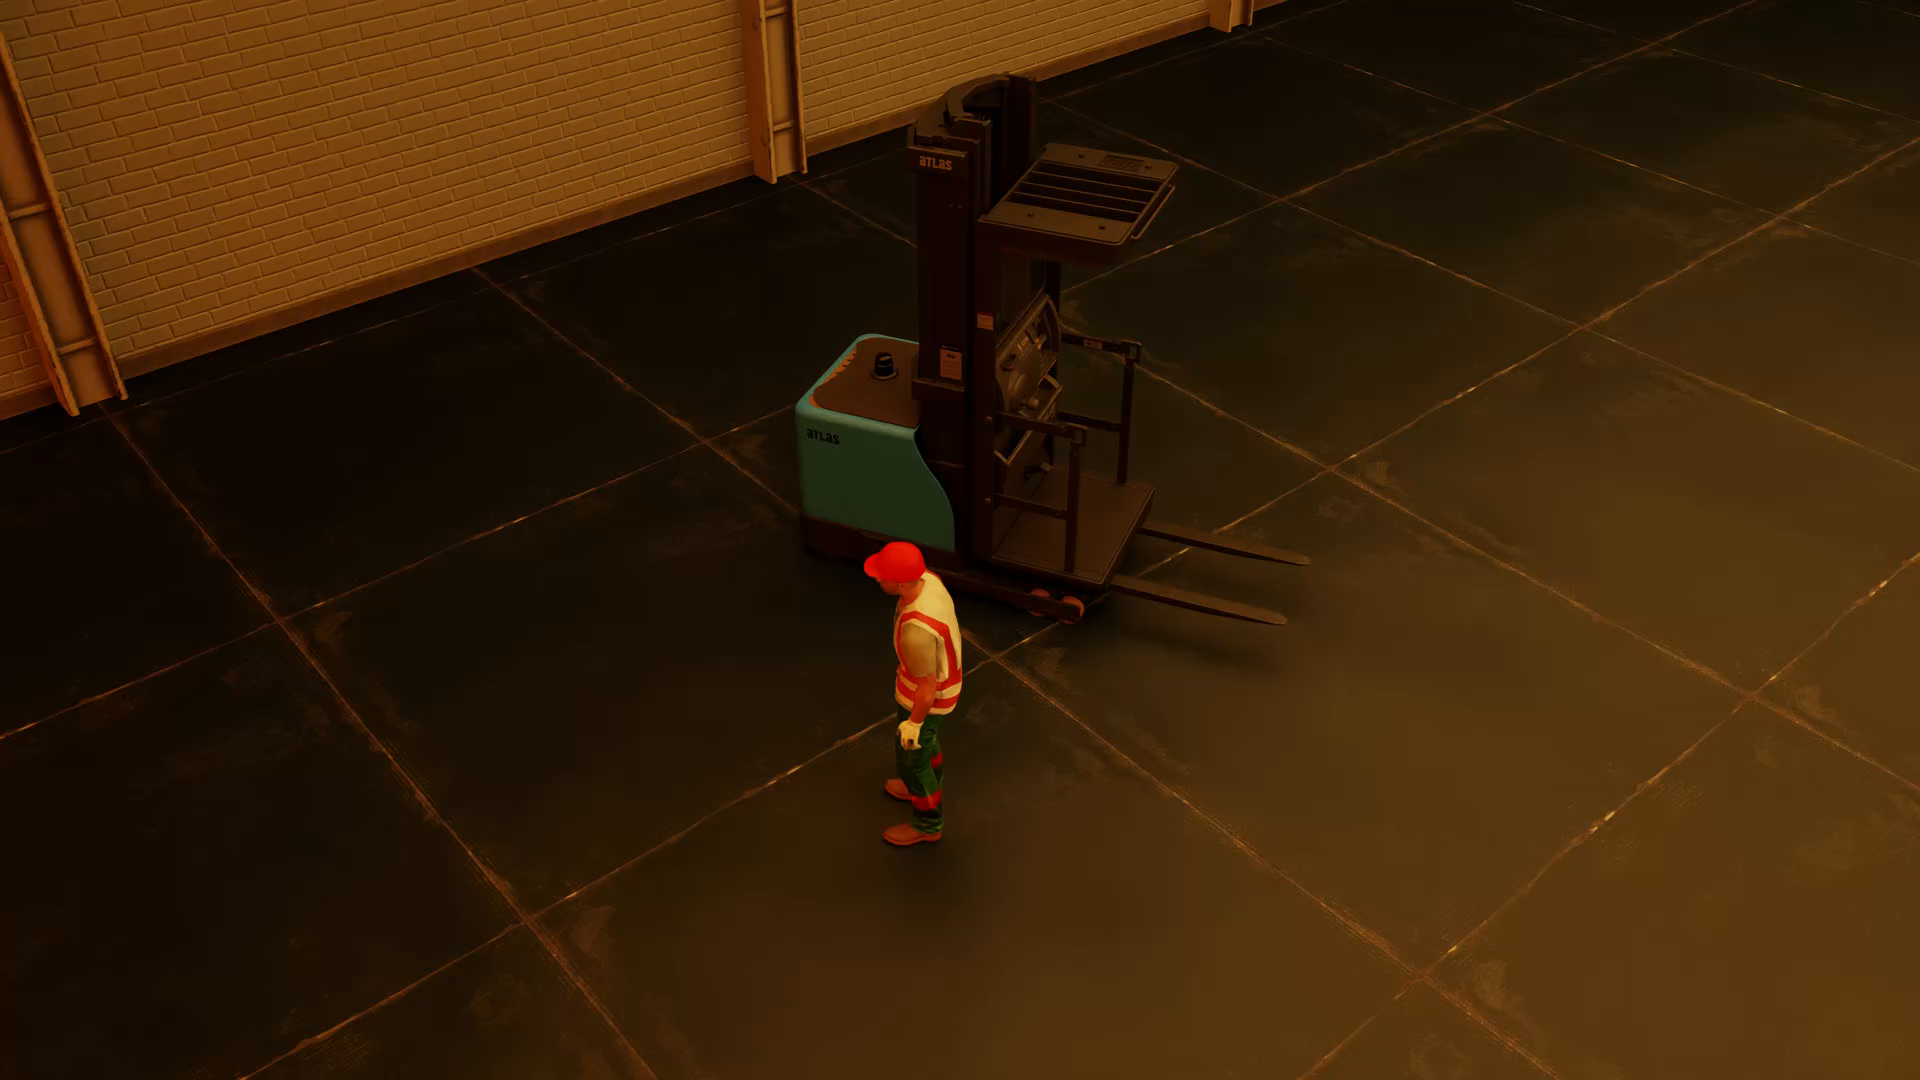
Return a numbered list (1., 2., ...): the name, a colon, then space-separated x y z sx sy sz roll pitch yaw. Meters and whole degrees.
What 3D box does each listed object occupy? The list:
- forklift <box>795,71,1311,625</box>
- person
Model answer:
1. forklift: 0.577 -1.041 9.442 3.031 2.935 1.130 14 38 18
2. person: -0.214 0.724 8.017 0.451 1.777 0.620 1 36 2
